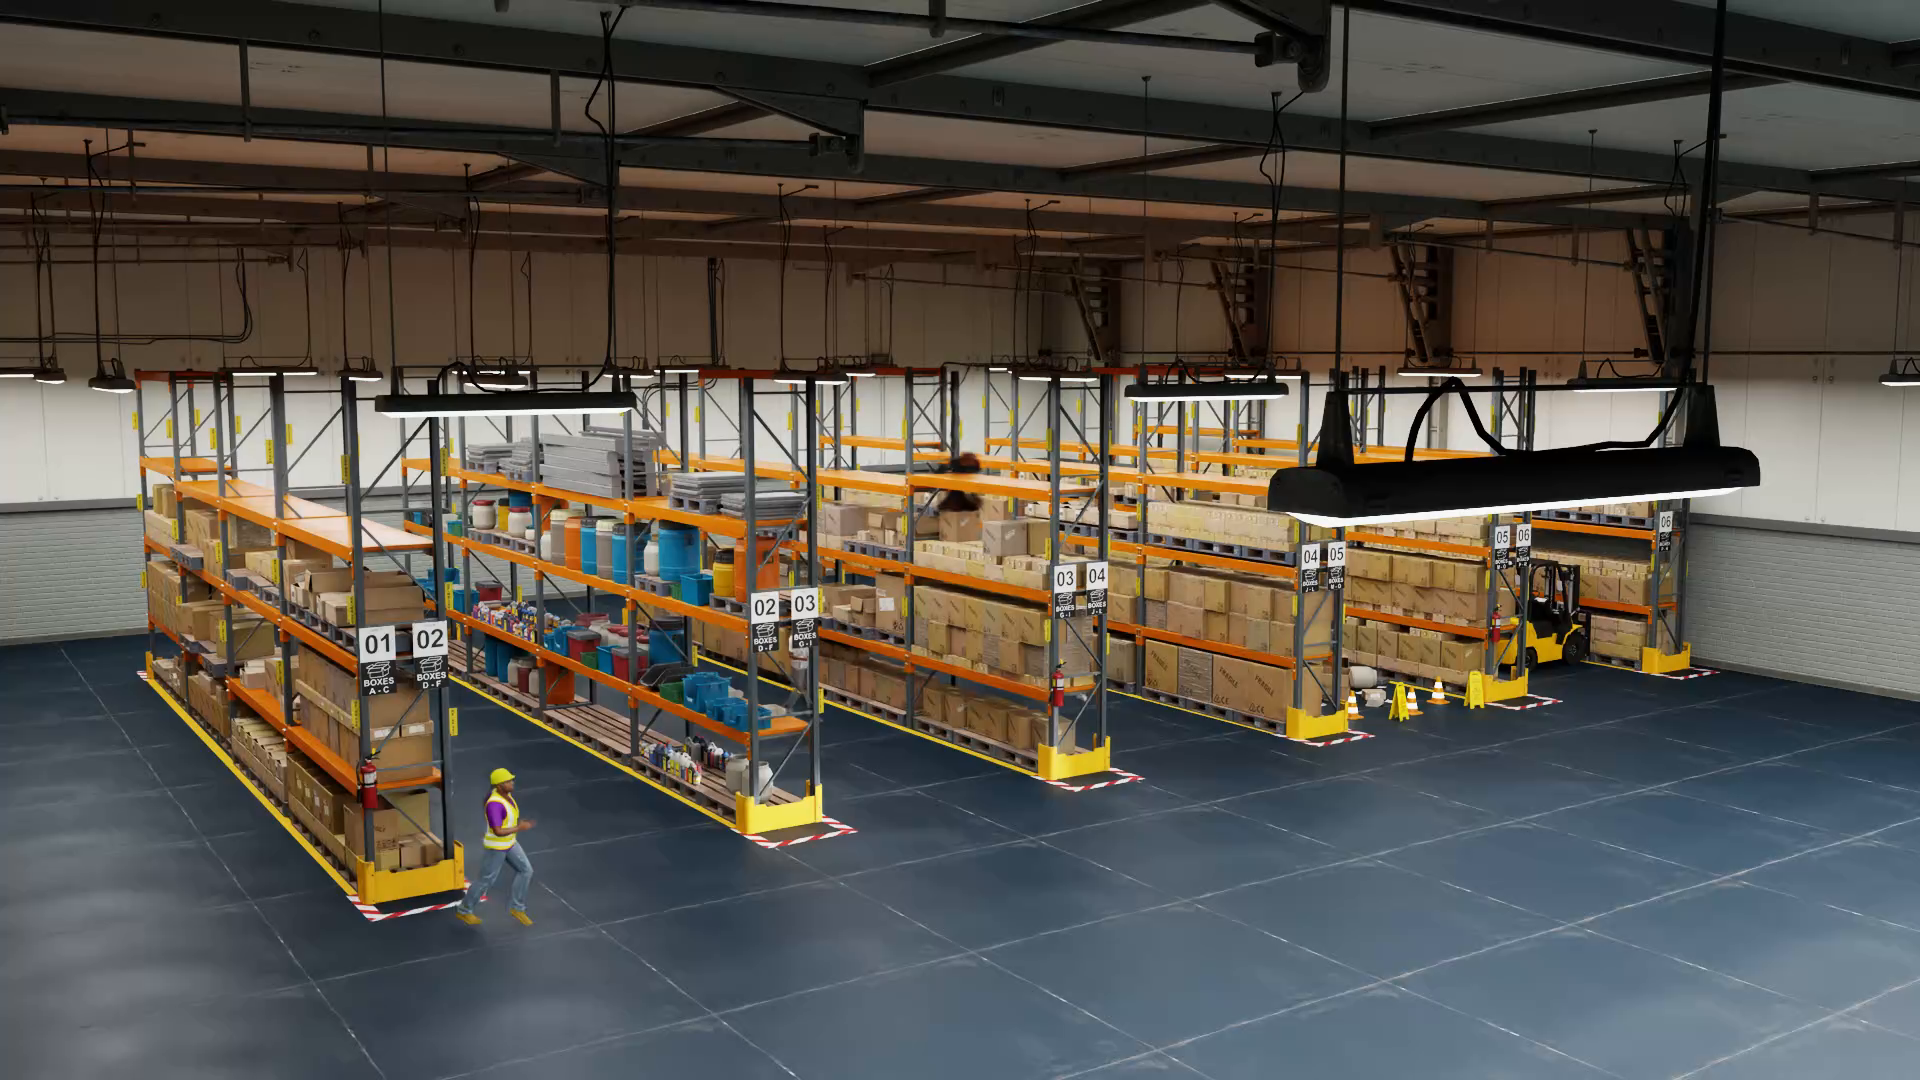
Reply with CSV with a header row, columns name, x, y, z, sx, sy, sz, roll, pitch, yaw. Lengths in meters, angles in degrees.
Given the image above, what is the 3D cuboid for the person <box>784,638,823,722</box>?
name,x,y,z,sx,sy,sz,roll,pitch,yaw
person,-2.575,2.115,27.366,0.835,1.705,0.580,6,9,41

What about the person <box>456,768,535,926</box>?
name,x,y,z,sx,sy,sz,roll,pitch,yaw
person,-5.084,3.397,18.329,0.889,1.814,0.712,0,6,3

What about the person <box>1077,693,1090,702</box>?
name,x,y,z,sx,sy,sz,roll,pitch,yaw
person,2.028,1.956,29.088,0.603,1.665,0.815,-6,9,-44
